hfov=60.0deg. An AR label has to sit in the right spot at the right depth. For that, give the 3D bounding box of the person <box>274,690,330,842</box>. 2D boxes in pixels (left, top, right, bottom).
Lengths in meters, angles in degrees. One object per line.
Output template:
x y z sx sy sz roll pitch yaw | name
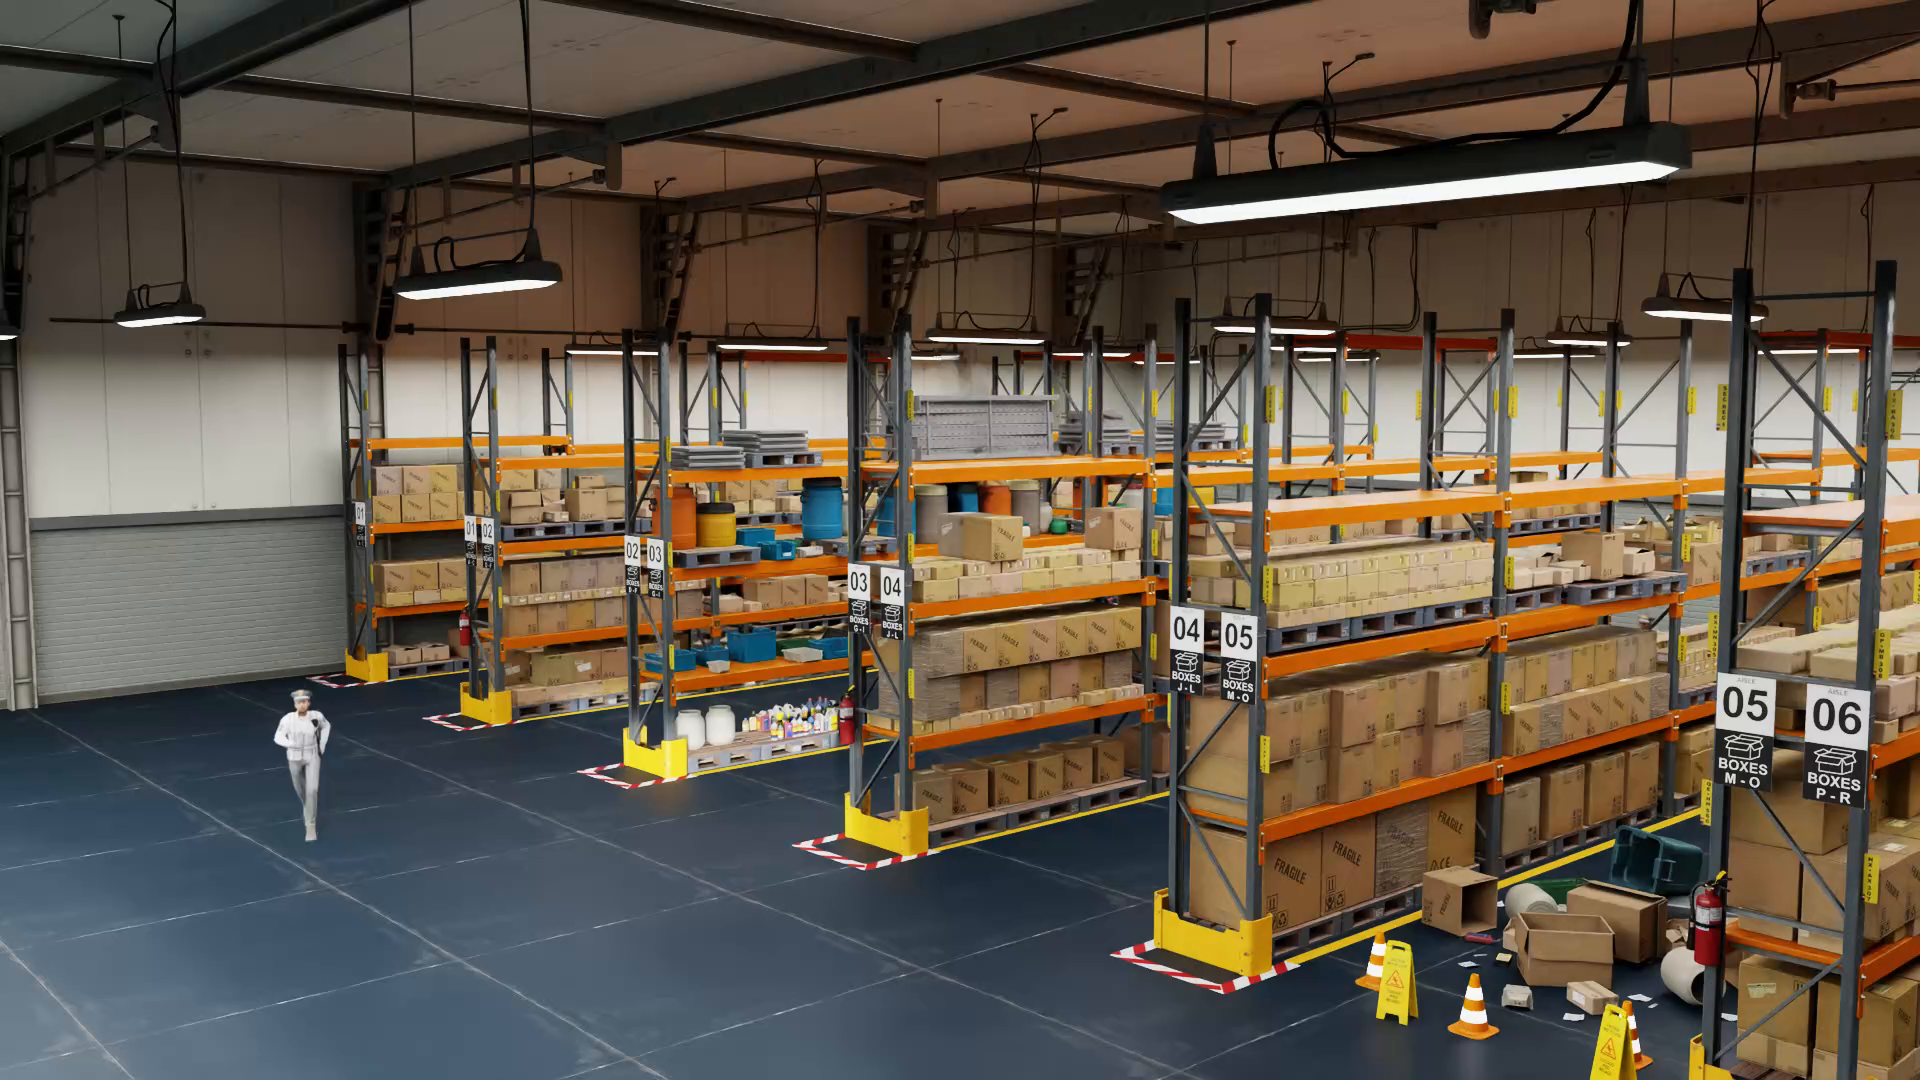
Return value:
-7.694 2.591 19.478 0.578 1.738 0.997 -1 5 -14 | person

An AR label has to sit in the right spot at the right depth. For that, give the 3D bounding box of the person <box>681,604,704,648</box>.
-5.127 1.586 31.164 0.641 1.589 0.538 -5 7 -42 | person

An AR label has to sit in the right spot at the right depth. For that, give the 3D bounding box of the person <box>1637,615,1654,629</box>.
10.827 1.994 26.322 0.600 1.678 0.744 4 6 38 | person
